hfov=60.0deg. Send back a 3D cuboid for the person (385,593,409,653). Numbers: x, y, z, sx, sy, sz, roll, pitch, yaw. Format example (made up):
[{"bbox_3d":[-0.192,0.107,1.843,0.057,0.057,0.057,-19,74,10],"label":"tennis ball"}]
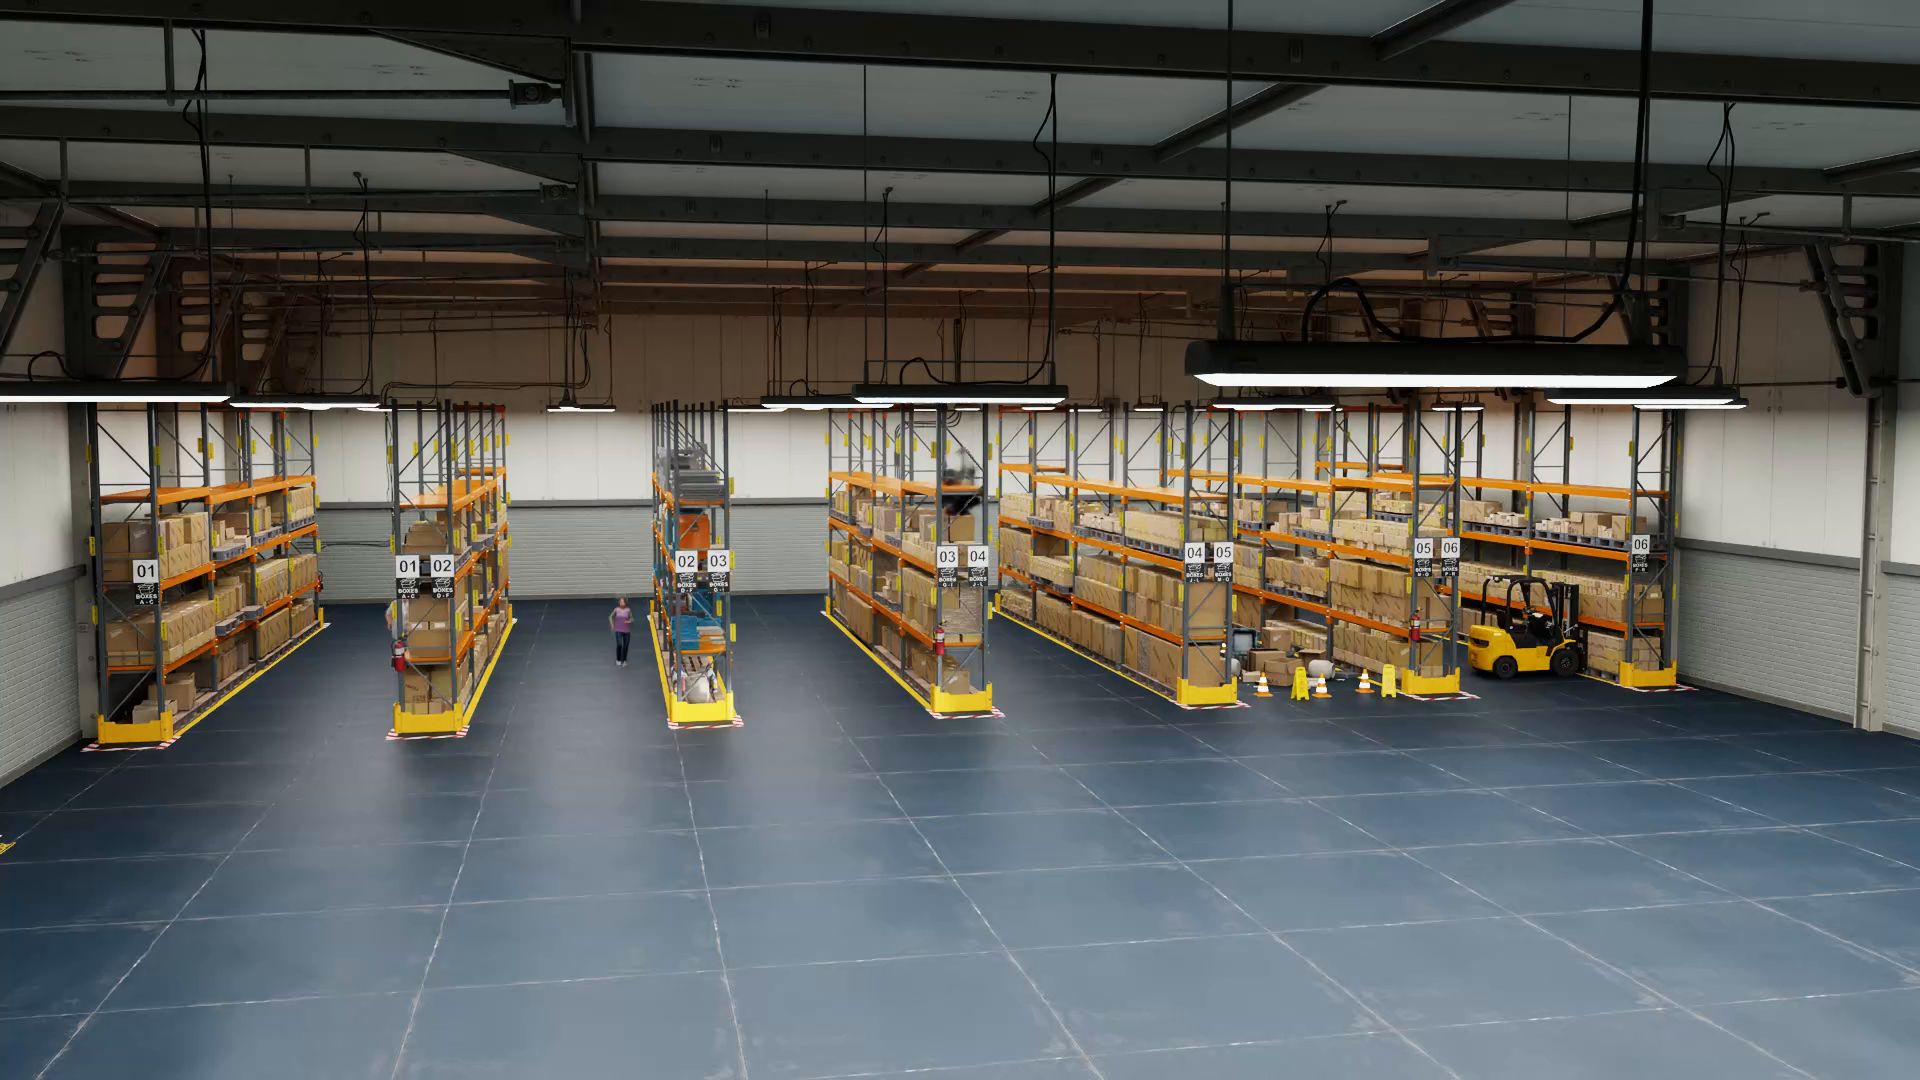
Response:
[{"bbox_3d":[-12.566,1.985,37.412,0.684,1.701,0.677,-1,5,-18],"label":"person"}]

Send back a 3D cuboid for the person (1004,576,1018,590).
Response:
[{"bbox_3d":[1.578,1.099,49.853,0.716,1.714,0.706,-1,4,-14],"label":"person"}]

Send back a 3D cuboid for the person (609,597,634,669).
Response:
[{"bbox_3d":[-7.617,2.098,37.497,0.510,1.607,0.663,-1,5,-18],"label":"person"}]
